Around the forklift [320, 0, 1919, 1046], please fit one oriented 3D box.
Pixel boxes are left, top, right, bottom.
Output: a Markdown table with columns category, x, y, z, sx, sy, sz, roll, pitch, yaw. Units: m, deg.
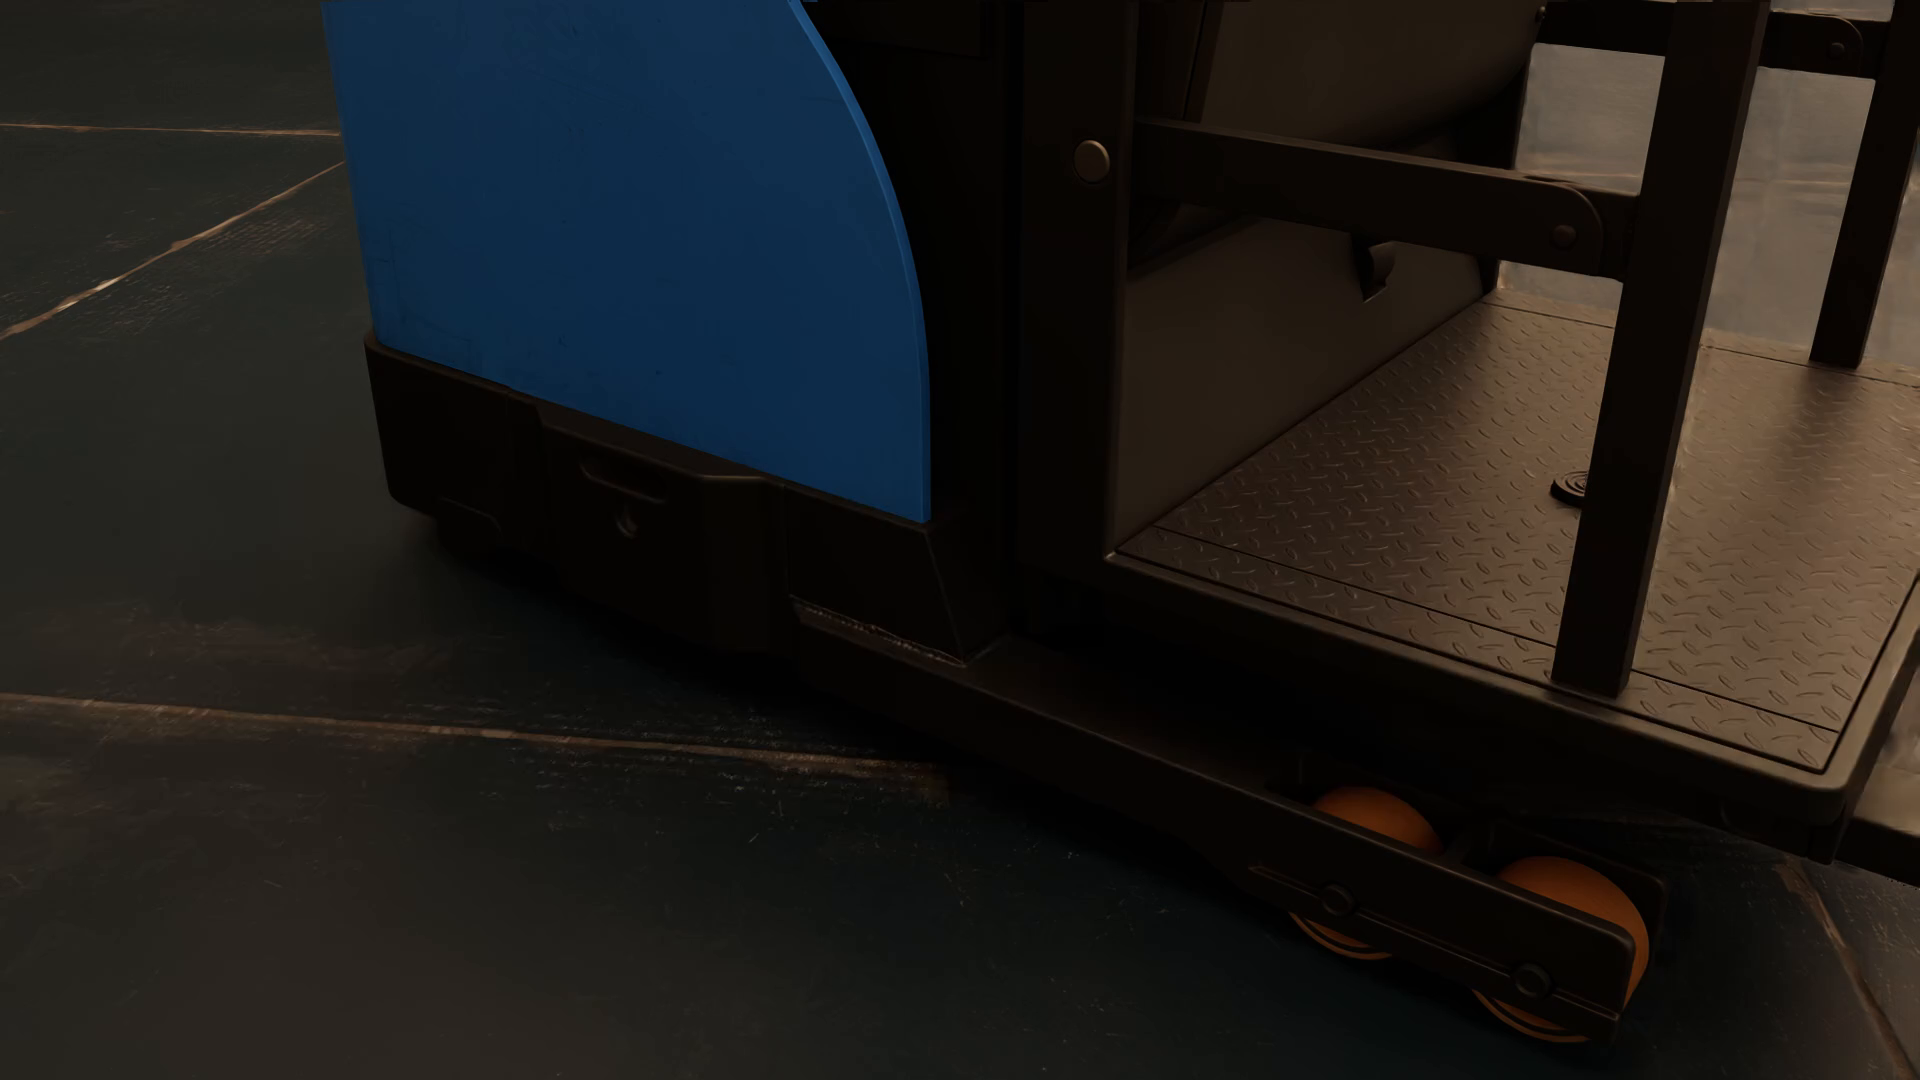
| category | x | y | z | sx | sy | sz | roll | pitch | yaw |
| --- | --- | --- | --- | --- | --- | --- | --- | --- | --- |
| forklift | 0.627 | -1.113 | 1.447 | 3.031 | 2.935 | 1.130 | 18 | 32 | 32 |
